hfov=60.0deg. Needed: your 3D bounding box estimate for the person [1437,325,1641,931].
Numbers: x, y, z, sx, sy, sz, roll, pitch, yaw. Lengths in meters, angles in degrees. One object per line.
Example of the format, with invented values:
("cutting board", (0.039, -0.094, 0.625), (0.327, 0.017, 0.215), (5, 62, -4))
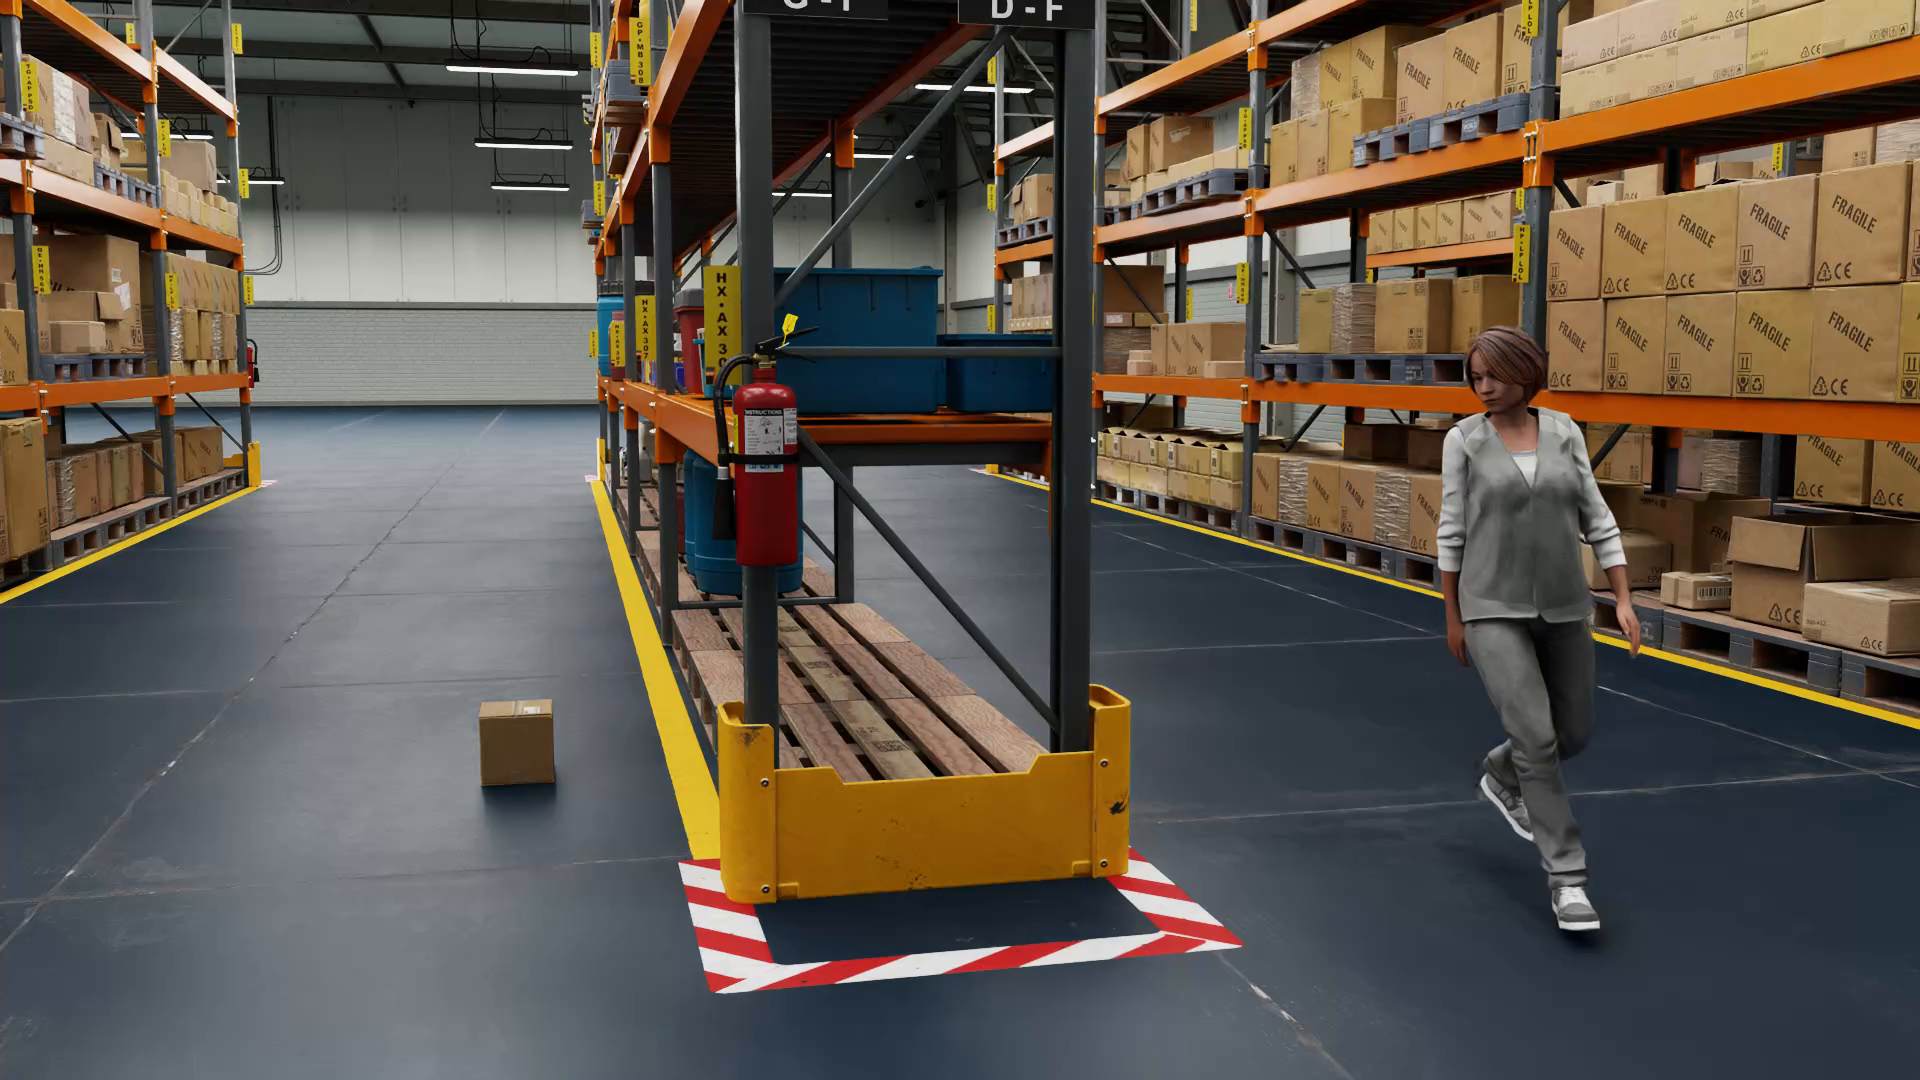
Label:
("person", (1.539, 0.200, 4.521), (0.479, 1.549, 0.806), (0, 6, -1))
